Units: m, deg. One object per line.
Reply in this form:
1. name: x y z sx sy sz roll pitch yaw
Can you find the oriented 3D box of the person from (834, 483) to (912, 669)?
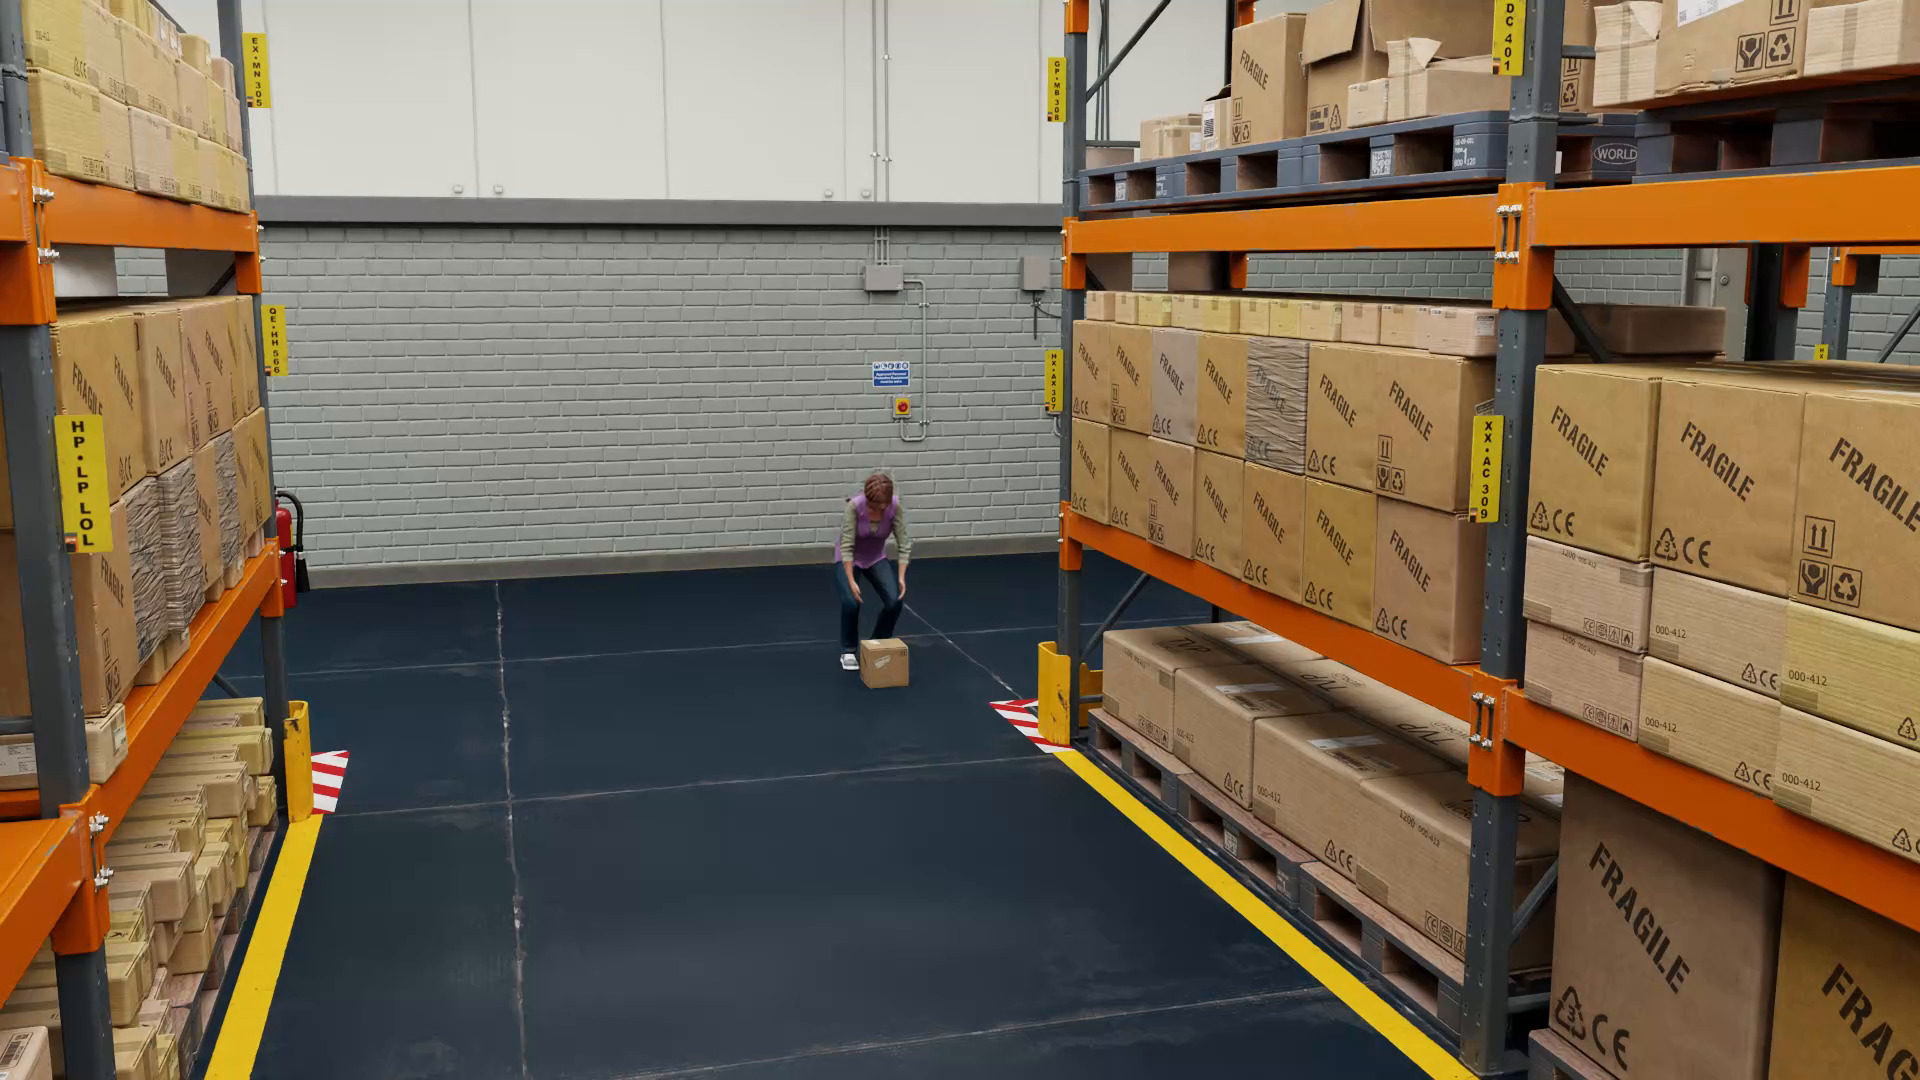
1. person: -0.563 0.227 10.710 0.462 1.223 0.688 -3 10 -16
